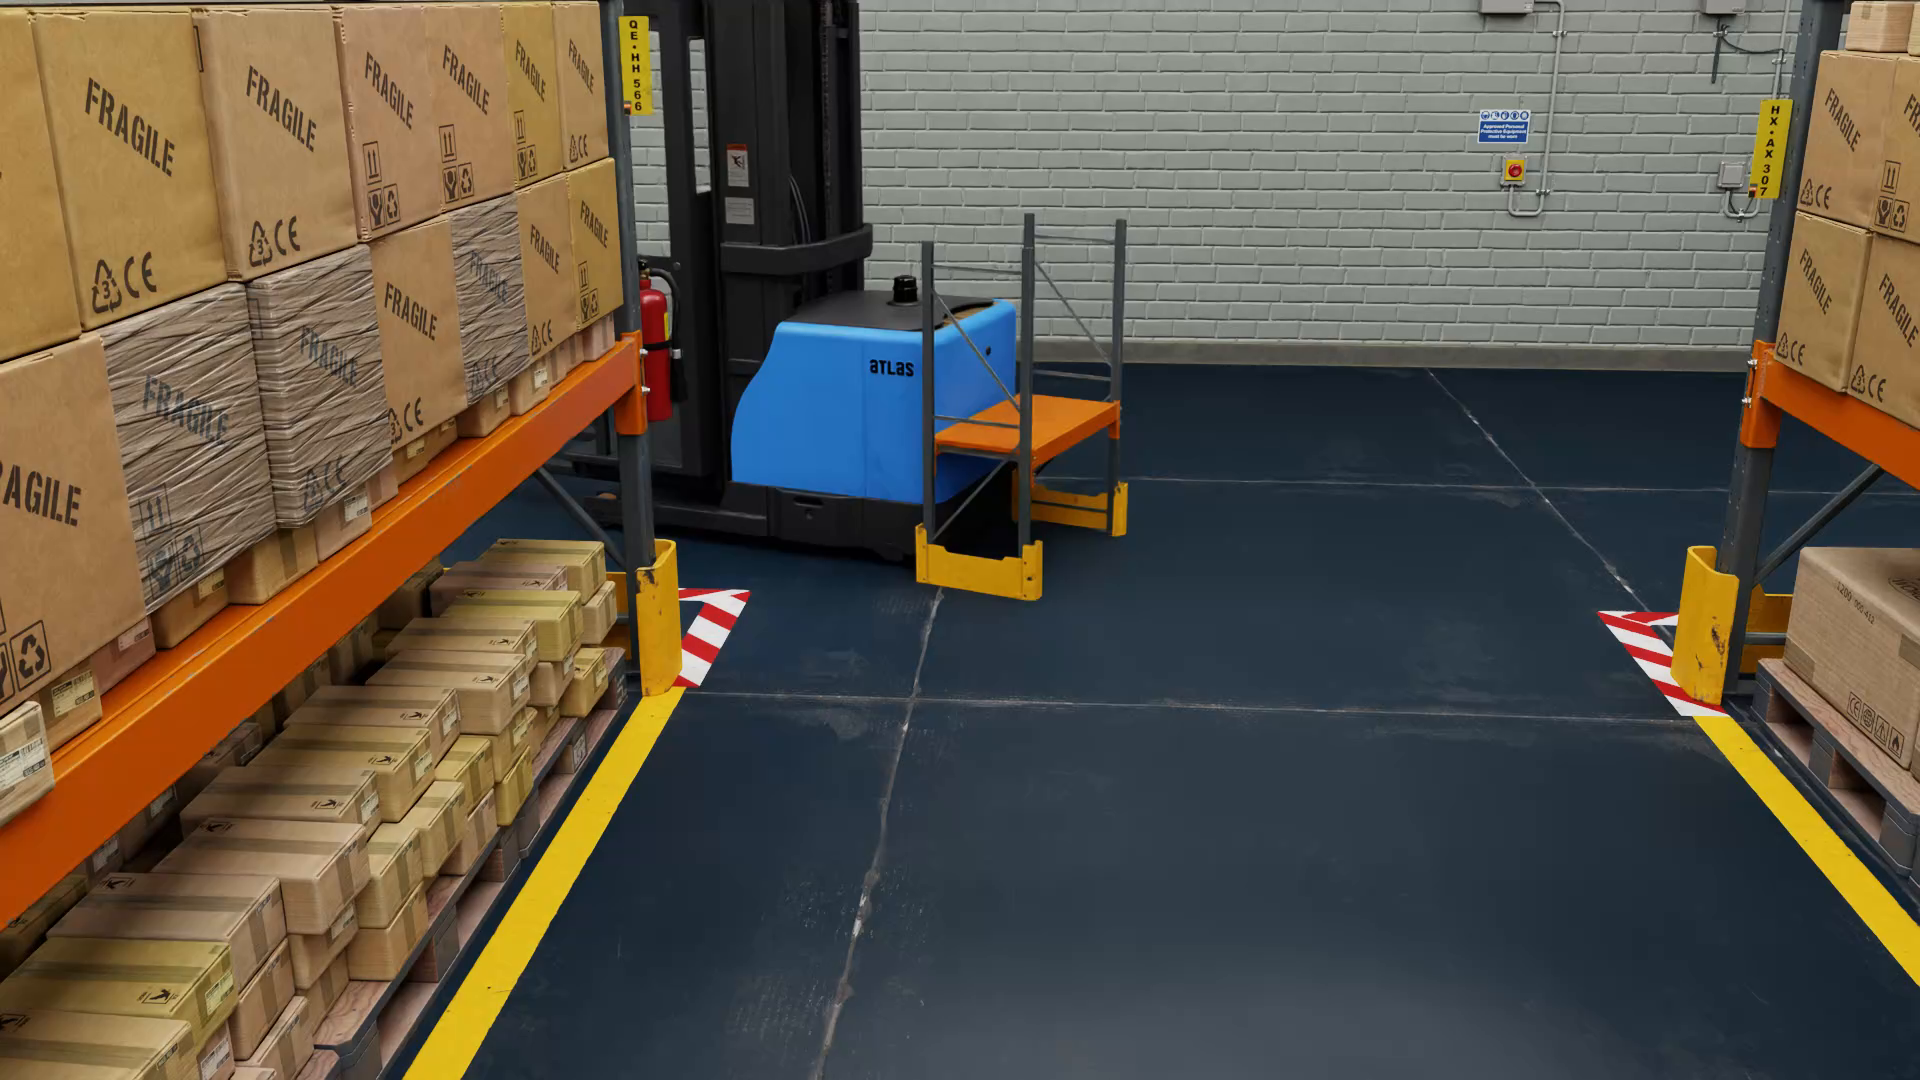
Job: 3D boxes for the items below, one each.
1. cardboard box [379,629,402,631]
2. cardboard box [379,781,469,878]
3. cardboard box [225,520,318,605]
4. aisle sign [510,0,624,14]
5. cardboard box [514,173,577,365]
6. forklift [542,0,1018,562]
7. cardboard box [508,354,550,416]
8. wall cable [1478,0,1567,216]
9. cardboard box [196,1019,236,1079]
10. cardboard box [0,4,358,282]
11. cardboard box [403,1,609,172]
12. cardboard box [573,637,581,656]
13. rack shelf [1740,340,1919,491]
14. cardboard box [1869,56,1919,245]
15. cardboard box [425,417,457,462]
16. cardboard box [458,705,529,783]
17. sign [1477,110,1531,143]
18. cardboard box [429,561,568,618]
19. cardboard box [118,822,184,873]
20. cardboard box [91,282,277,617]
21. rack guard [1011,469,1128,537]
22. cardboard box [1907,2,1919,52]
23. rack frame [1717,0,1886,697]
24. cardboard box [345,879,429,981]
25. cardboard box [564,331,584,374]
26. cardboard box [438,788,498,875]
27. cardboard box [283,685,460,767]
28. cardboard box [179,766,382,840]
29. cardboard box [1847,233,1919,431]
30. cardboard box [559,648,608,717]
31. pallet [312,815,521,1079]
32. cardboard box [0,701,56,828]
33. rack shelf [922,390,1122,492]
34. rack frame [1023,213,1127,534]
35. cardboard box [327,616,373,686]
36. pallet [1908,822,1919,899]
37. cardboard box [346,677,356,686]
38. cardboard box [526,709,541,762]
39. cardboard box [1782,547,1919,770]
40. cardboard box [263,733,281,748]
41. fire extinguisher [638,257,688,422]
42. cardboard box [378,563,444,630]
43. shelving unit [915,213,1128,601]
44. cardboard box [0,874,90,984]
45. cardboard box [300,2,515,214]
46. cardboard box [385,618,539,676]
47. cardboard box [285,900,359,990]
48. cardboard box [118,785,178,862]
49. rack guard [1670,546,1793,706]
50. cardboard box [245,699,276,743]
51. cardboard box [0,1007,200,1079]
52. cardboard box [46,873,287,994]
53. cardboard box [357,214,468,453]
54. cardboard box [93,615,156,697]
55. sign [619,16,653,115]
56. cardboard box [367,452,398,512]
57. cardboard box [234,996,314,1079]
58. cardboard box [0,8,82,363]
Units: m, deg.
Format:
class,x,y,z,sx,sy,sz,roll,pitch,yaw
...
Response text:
class,x,y,z,sx,sy,sz,roll,pitch,yaw
cardboard box,-2.026,0.320,5.556,0.380,0.149,0.250,1,18,4
cardboard box,-1.499,0.737,4.282,0.380,0.149,0.250,1,18,4
cardboard box,-1.577,0.019,3.451,0.380,0.149,0.250,2,18,5
aisle sign,-1.352,-2.186,5.603,0.394,0.787,0.004,1,18,4
cardboard box,-1.474,-0.819,4.966,0.500,0.500,0.500,1,18,3
forklift,-1.282,-1.573,8.015,3.031,2.935,1.130,7,20,22
cardboard box,-1.451,-0.474,4.954,0.380,0.149,0.250,2,18,5
wall cable,3.669,-3.105,10.901,0.585,1.953,0.123,1,18,4
cardboard box,-1.688,1.059,3.301,0.380,0.149,0.250,1,18,4
cardboard box,-1.579,-0.808,3.329,0.500,0.500,0.500,2,18,5
cardboard box,-1.441,-1.451,5.291,0.500,0.500,0.500,1,18,3
cardboard box,-1.482,0.329,5.527,0.380,0.149,0.250,1,18,3
rack shelf,3.144,0.107,3.934,1.077,0.370,4.000,1,18,4
cardboard box,2.939,-1.075,4.620,0.500,0.500,0.500,1,18,2
cardboard box,-1.578,-0.310,4.455,0.380,0.149,0.250,1,18,2
cardboard box,-1.470,0.572,4.787,0.380,0.149,0.250,2,18,5
sign,3.625,-2.756,11.083,0.327,0.218,0.001,1,18,4
cardboard box,-1.517,0.184,5.491,0.380,0.149,0.250,2,18,5
cardboard box,-2.075,0.810,4.059,0.380,0.149,0.250,0,18,1
cardboard box,-1.628,-0.183,3.027,0.500,0.500,0.500,1,18,4
rack guard,0.527,-0.183,8.079,0.587,0.250,0.087,9,20,25
cardboard box,3.038,-1.500,4.874,0.380,0.149,0.250,2,18,5
rack frame,3.288,-0.856,5.717,1.000,3.000,0.127,1,18,4
cardboard box,-1.544,0.953,4.102,0.380,0.149,0.250,1,18,2
cardboard box,-1.453,-0.632,5.437,0.380,0.149,0.250,1,18,4
cardboard box,-1.509,0.793,4.590,0.380,0.149,0.250,2,18,5
cardboard box,-1.584,0.511,4.496,0.380,0.149,0.250,1,18,2
cardboard box,-1.631,0.668,4.014,0.380,0.149,0.250,1,18,2
cardboard box,2.959,-0.603,4.785,0.500,0.500,0.500,1,18,3
cardboard box,-1.404,0.471,5.574,0.380,0.149,0.250,2,18,6
pallet,-1.846,1.043,4.400,1.003,0.211,1.213,1,18,4
cardboard box,-1.597,0.346,2.453,0.380,0.149,0.250,2,18,6
rack shelf,0.299,-0.465,7.510,0.538,0.185,1.000,9,20,25
rack frame,0.527,-0.777,7.886,0.500,1.500,0.032,9,20,25
cardboard box,-2.014,0.335,5.031,0.380,0.149,0.250,0,18,1
pallet,3.218,1.097,4.235,1.003,0.211,1.213,1,18,4
cardboard box,-2.082,0.475,5.082,0.380,0.149,0.250,2,18,6
cardboard box,-1.513,0.628,5.094,0.380,0.149,0.250,1,18,4
cardboard box,3.340,0.369,5.419,0.875,0.438,0.875,1,18,2
cardboard box,-1.985,0.645,4.565,0.380,0.149,0.250,2,18,7
fire extinguisher,-1.178,-0.789,6.236,0.296,0.674,0.183,1,18,4
cardboard box,-1.933,0.181,5.502,0.380,0.149,0.250,2,18,5
shelving unit,0.303,-0.638,7.462,0.587,1.500,1.083,9,20,25
cardboard box,-2.092,0.827,3.530,0.380,0.149,0.250,2,18,6
cardboard box,-1.506,-1.132,4.317,0.500,0.500,0.500,2,18,7
cardboard box,-1.491,0.347,4.996,0.380,0.149,0.250,1,18,2
cardboard box,-1.623,0.890,3.816,0.380,0.149,0.250,2,18,6
cardboard box,-2.157,0.657,4.050,0.380,0.149,0.250,1,18,2
rack guard,3.290,0.325,6.129,1.175,0.500,0.348,1,18,4
cardboard box,-2.108,0.502,4.522,0.380,0.149,0.250,2,18,5
cardboard box,-1.633,0.993,3.023,0.380,0.149,0.250,2,18,7
cardboard box,-1.668,0.832,3.515,0.380,0.149,0.250,1,18,2
cardboard box,-1.547,-0.506,4.013,0.500,0.500,0.500,2,18,7
cardboard box,-1.686,0.180,2.959,0.380,0.149,0.250,0,18,1
sign,-1.105,-1.617,5.673,0.100,0.325,0.005,1,18,4
cardboard box,-1.578,-0.148,3.962,0.380,0.149,0.250,2,18,6
cardboard box,-1.643,1.116,3.605,0.380,0.149,0.250,1,18,3
cardboard box,-1.668,-0.491,2.361,0.500,0.500,0.500,2,18,5
